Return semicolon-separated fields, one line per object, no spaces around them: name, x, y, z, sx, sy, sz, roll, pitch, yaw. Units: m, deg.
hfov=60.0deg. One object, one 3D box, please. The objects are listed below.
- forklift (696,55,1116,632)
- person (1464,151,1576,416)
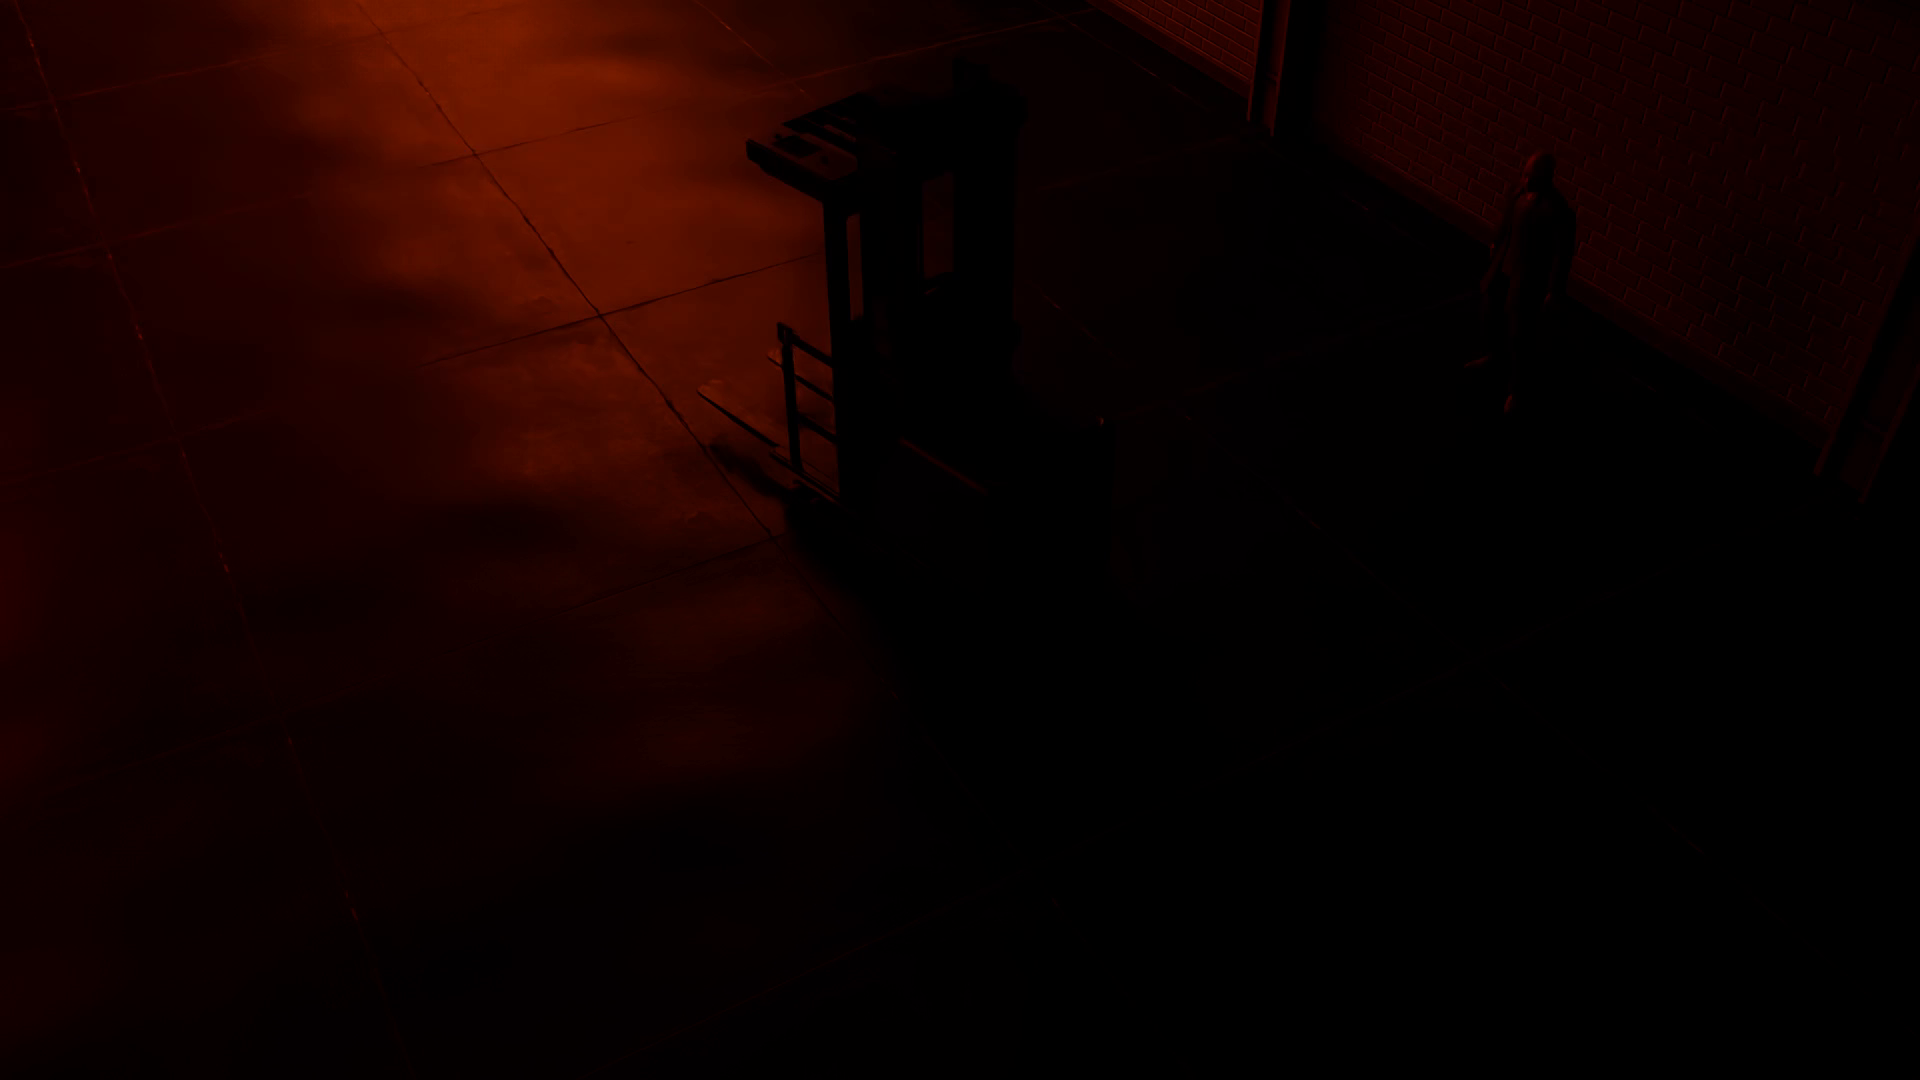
forklift;-0.484;-1.436;9.768;1.130;2.935;3.031;-32;49;-33
person;3.774;-1.798;11.135;0.425;1.749;0.889;-13;41;-15
